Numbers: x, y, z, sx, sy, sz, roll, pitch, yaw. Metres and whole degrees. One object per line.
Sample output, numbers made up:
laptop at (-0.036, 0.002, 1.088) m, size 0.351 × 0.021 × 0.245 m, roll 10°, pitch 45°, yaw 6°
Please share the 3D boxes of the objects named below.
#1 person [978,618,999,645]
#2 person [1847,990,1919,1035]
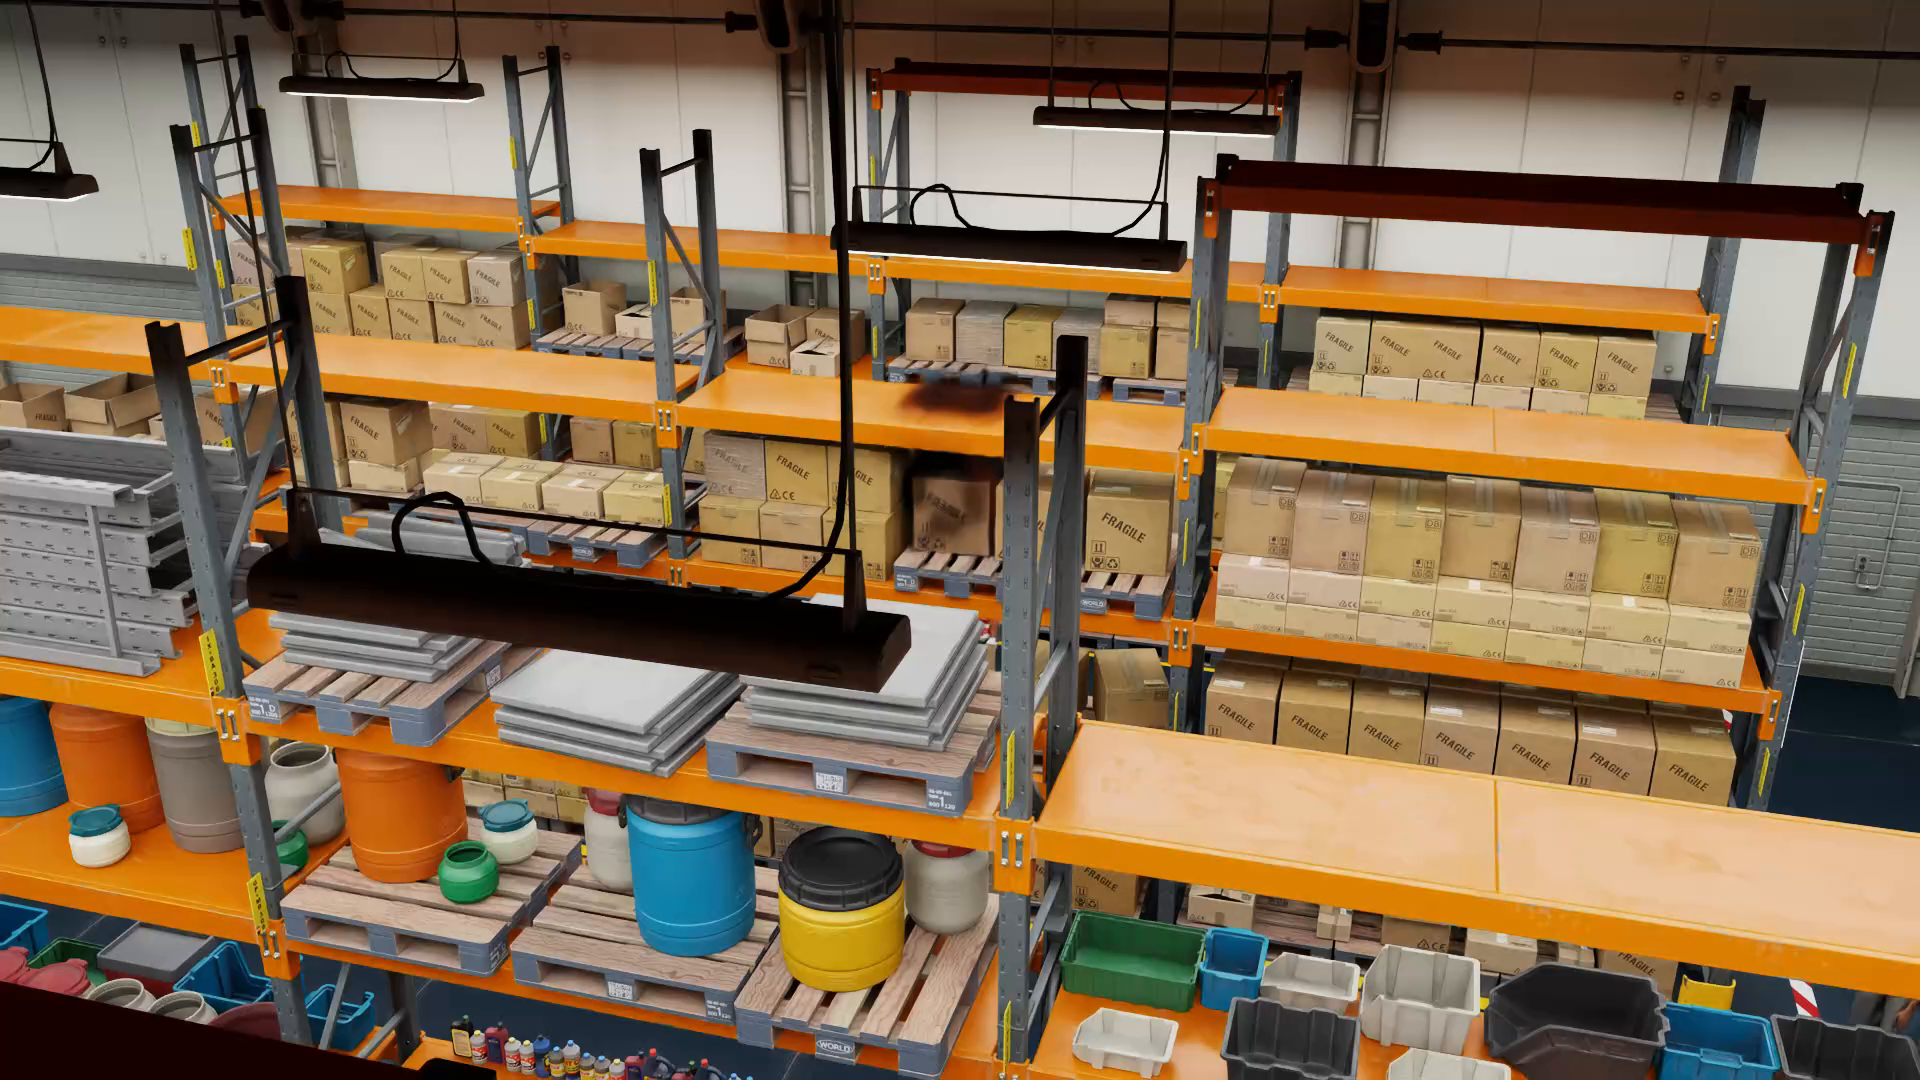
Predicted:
person at (0.101, 0.969, 15.978) m, size 0.585 × 1.841 × 0.539 m, roll 21°, pitch 30°, yaw 40°
person at (6.398, 3.065, 11.385) m, size 0.639 × 1.521 × 0.476 m, roll -17°, pitch 28°, yaw -35°
